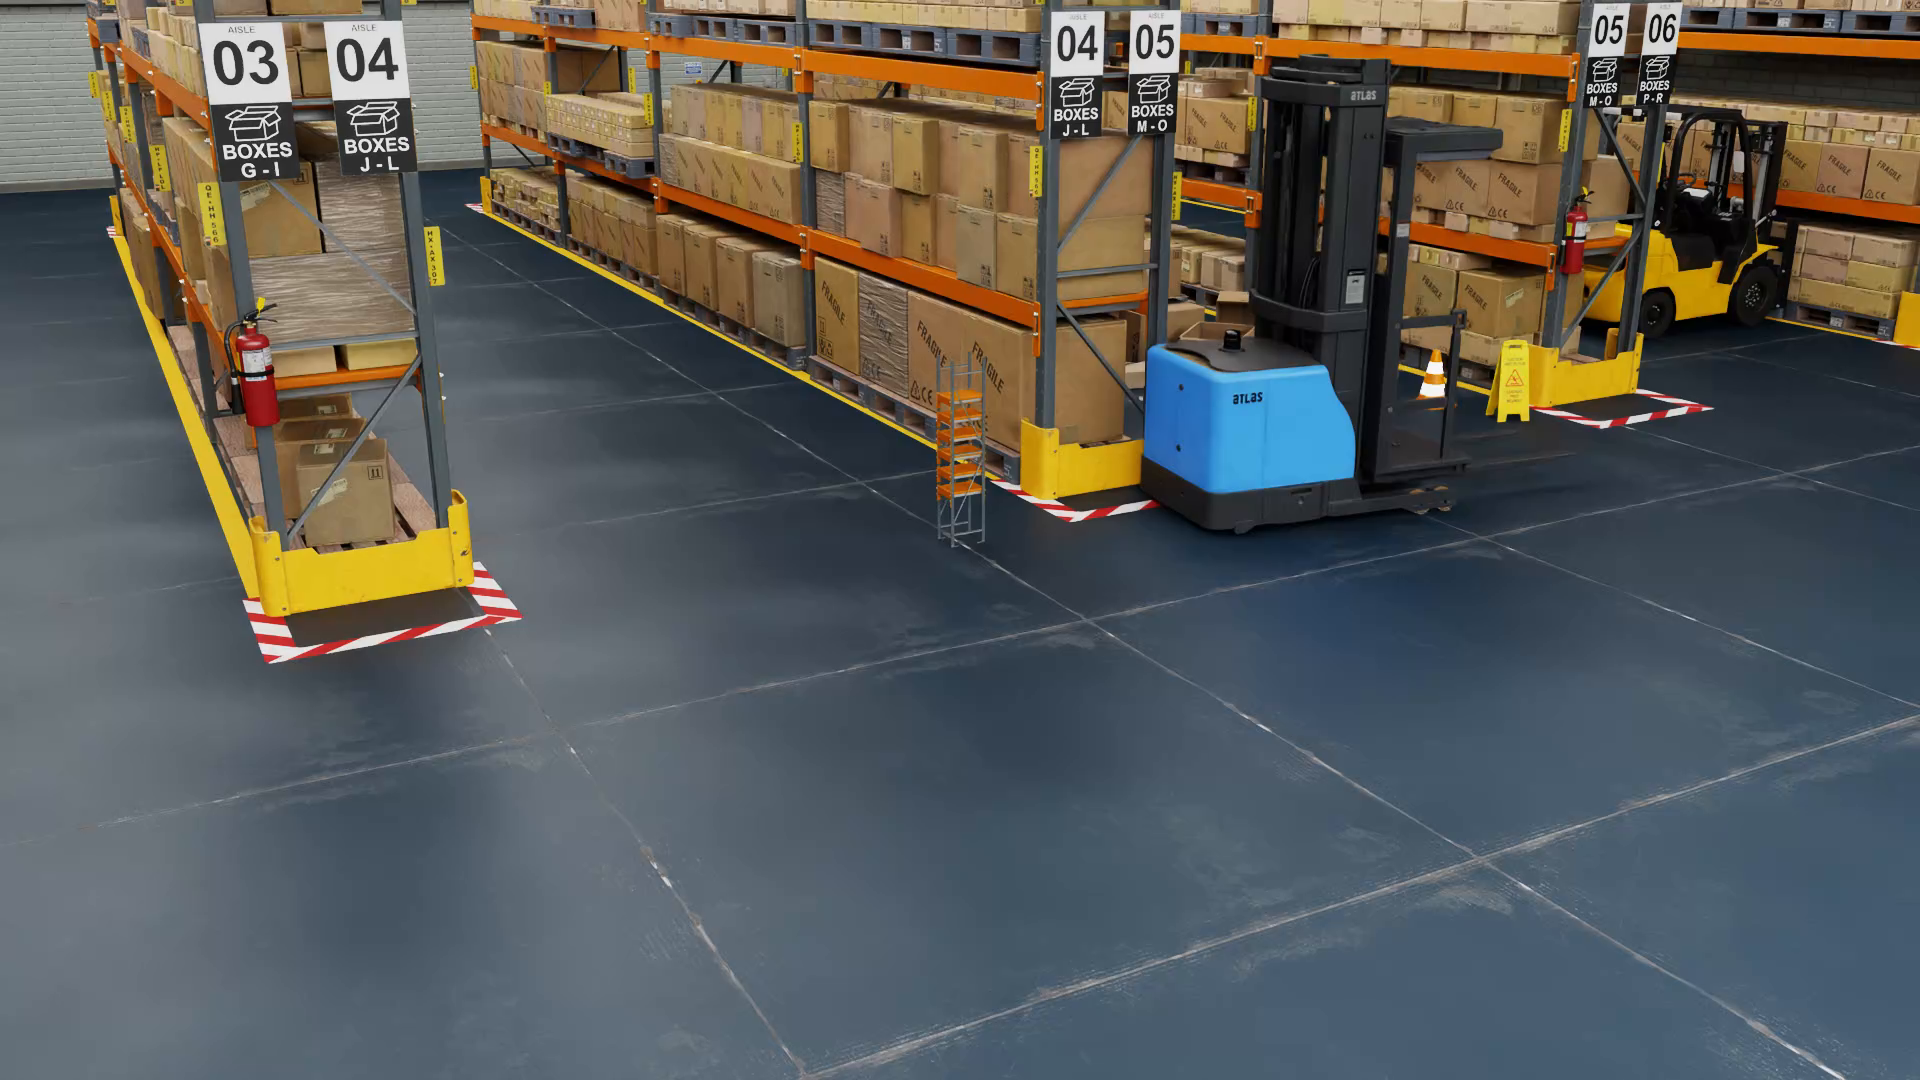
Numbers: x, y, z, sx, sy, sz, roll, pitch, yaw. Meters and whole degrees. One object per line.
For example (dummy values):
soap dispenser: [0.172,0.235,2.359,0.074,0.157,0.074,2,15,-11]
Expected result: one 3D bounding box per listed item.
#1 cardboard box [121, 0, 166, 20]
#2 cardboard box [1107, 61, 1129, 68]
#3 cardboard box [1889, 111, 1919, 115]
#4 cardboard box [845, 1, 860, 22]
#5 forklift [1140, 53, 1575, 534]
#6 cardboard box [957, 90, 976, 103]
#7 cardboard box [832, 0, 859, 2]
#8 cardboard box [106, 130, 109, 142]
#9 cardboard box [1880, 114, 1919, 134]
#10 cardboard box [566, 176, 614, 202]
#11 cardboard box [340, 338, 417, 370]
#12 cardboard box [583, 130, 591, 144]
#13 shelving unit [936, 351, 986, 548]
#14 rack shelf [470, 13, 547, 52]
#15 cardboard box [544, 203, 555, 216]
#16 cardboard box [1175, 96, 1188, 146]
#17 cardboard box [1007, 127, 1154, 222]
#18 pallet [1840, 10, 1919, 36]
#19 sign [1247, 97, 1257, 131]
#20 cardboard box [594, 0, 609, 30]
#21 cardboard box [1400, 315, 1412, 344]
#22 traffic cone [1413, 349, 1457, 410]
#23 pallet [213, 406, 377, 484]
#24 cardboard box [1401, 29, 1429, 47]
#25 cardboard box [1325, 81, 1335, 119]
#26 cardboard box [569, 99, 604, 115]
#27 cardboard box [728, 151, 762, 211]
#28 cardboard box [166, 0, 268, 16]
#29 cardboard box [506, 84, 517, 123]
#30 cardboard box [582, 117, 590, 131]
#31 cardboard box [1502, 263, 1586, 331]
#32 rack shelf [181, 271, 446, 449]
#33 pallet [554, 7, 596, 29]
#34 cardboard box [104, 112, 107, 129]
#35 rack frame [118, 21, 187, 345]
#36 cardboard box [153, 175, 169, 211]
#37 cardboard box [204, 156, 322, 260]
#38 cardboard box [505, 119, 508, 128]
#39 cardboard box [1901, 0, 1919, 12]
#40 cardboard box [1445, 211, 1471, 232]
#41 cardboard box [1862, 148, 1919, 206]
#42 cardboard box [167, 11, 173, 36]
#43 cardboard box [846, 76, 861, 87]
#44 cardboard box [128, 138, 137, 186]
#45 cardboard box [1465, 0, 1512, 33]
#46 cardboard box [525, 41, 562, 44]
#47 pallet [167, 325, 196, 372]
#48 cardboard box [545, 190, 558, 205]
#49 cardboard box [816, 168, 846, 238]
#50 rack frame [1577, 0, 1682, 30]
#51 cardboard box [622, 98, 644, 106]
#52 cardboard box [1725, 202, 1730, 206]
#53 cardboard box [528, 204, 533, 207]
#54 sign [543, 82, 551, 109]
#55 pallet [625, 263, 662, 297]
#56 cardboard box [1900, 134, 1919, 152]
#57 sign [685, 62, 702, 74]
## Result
cardboard box: [-6.748,-4.628,13.926,0.500,0.500,0.500,-11,22,-28]
cardboard box: [2.753,-7.814,27.301,0.500,0.500,0.500,-9,21,-25]
cardboard box: [9.456,-4.177,16.534,0.380,0.149,0.250,-10,21,-26]
cardboard box: [-0.680,-4.151,13.053,0.380,0.149,0.250,-10,22,-28]
forklift: [2.808,-1.708,11.089,3.031,2.935,1.130,-7,20,-20]
cardboard box: [0.304,-5.989,21.704,0.500,0.500,0.500,-10,22,-28]
cardboard box: [-0.688,-4.387,13.124,0.500,0.250,0.500,-10,21,-27]
cardboard box: [-10.903,-5.268,21.686,0.380,0.149,0.250,-11,22,-28]
cardboard box: [9.160,-4.030,16.107,0.380,0.149,0.250,-10,21,-27]
cardboard box: [-4.595,-4.396,20.812,0.500,0.250,0.500,-11,22,-29]
cardboard box: [-3.354,-1.094,9.588,0.380,0.149,0.250,-10,21,-27]
cardboard box: [-4.190,-4.727,19.472,0.380,0.149,0.250,-11,22,-29]
shelving unit: [0.007,-0.563,10.424,0.258,1.200,0.189,-10,21,-27]
rack shelf: [-5.663,-6.930,22.621,1.077,0.370,4.000,-10,21,-27]
cardboard box: [-5.282,-4.386,22.015,0.380,0.149,0.250,-11,22,-29]
cardboard box: [2.496,-4.552,17.971,0.500,0.500,0.500,-9,21,-25]
cardboard box: [0.843,-2.527,11.471,0.875,0.550,0.550,-10,21,-27]
pallet: [9.347,-4.982,16.008,1.003,0.211,1.213,-10,21,-27]
sign: [2.907,-4.238,16.538,0.100,0.325,0.005,-10,21,-27]
cardboard box: [-3.792,-6.005,18.684,0.500,0.500,0.500,-10,21,-27]
cardboard box: [4.180,-2.017,15.451,0.500,0.250,0.500,-11,22,-29]
traffic cone: [3.954,-1.353,13.844,0.336,0.463,0.334,-10,21,-27]
pallet: [-4.978,-0.737,12.443,1.003,0.211,1.213,-10,21,-27]
cardboard box: [4.109,-4.421,14.632,0.380,0.149,0.250,-10,22,-27]
cardboard box: [3.635,-4.128,15.853,0.700,0.500,0.500,-10,21,-26]
cardboard box: [-4.436,-5.156,19.805,0.380,0.149,0.250,-10,21,-27]
cardboard box: [-1.878,-3.427,15.812,0.500,0.500,0.500,-10,21,-26]
cardboard box: [-4.387,-3.342,9.743,0.500,0.500,0.500,-10,21,-27]
cardboard box: [-5.897,-6.005,22.826,0.500,0.500,0.500,-11,22,-28]
cardboard box: [-4.187,-4.865,19.418,0.380,0.149,0.250,-10,22,-28]
cardboard box: [5.142,-2.163,14.724,0.500,0.500,0.500,-11,22,-28]
rack shelf: [-4.378,-1.328,10.984,1.077,0.370,4.000,-10,21,-27]
pallet: [-4.019,-6.116,19.447,1.213,0.211,1.003,-10,21,-27]
cardboard box: [-10.783,-5.429,21.540,0.500,0.250,0.500,-10,22,-27]
rack frame: [-7.227,-3.390,15.859,1.000,3.000,0.127,-10,21,-27]
cardboard box: [-6.634,-3.001,14.317,0.500,0.250,0.500,-11,22,-28]
cardboard box: [-3.907,-1.874,9.322,0.500,0.500,0.500,-10,21,-27]
cardboard box: [-6.266,-5.958,23.685,0.380,0.149,0.250,-9,21,-24]
cardboard box: [9.235,-5.199,15.551,0.500,0.500,0.500,-9,21,-25]
cardboard box: [4.458,-2.786,14.492,0.380,0.149,0.250,-10,21,-26]
cardboard box: [9.195,-3.547,16.158,0.500,0.500,0.500,-11,22,-28]
cardboard box: [-4.792,-3.268,10.524,0.380,0.149,0.250,-10,22,-28]
cardboard box: [-1.356,-6.978,24.569,0.500,0.500,0.500,-10,21,-26]
cardboard box: [-8.401,-3.980,17.413,0.500,0.500,0.500,-10,21,-26]
cardboard box: [4.587,-4.369,13.868,0.500,0.250,0.500,-10,22,-27]
cardboard box: [-5.936,-6.849,23.738,0.500,0.500,0.500,-11,22,-28]
pallet: [-6.857,-1.848,15.663,1.003,0.211,1.213,-10,21,-27]
cardboard box: [-5.268,-4.539,22.002,0.380,0.149,0.250,-10,21,-26]
cardboard box: [-0.729,-2.948,14.347,0.875,0.550,0.550,-10,21,-27]
rack frame: [5.293,-5.465,12.673,1.000,3.000,0.127,-10,21,-27]
cardboard box: [-3.863,-5.256,20.094,0.380,0.149,0.250,-11,22,-28]
cardboard box: [8.418,-3.664,18.690,0.500,0.250,0.500,-10,22,-27]
cardboard box: [-5.756,-4.571,23.007,0.380,0.149,0.250,-10,21,-26]
sign: [-5.187,-5.601,20.937,0.100,0.325,0.005,-10,21,-27]
pallet: [-3.184,-3.036,19.107,1.003,0.211,1.213,-10,21,-27]
cardboard box: [9.248,-3.809,15.923,0.380,0.149,0.250,-10,21,-26]
sign: [-5.074,-8.975,31.628,0.327,0.218,0.001,-10,21,-27]
